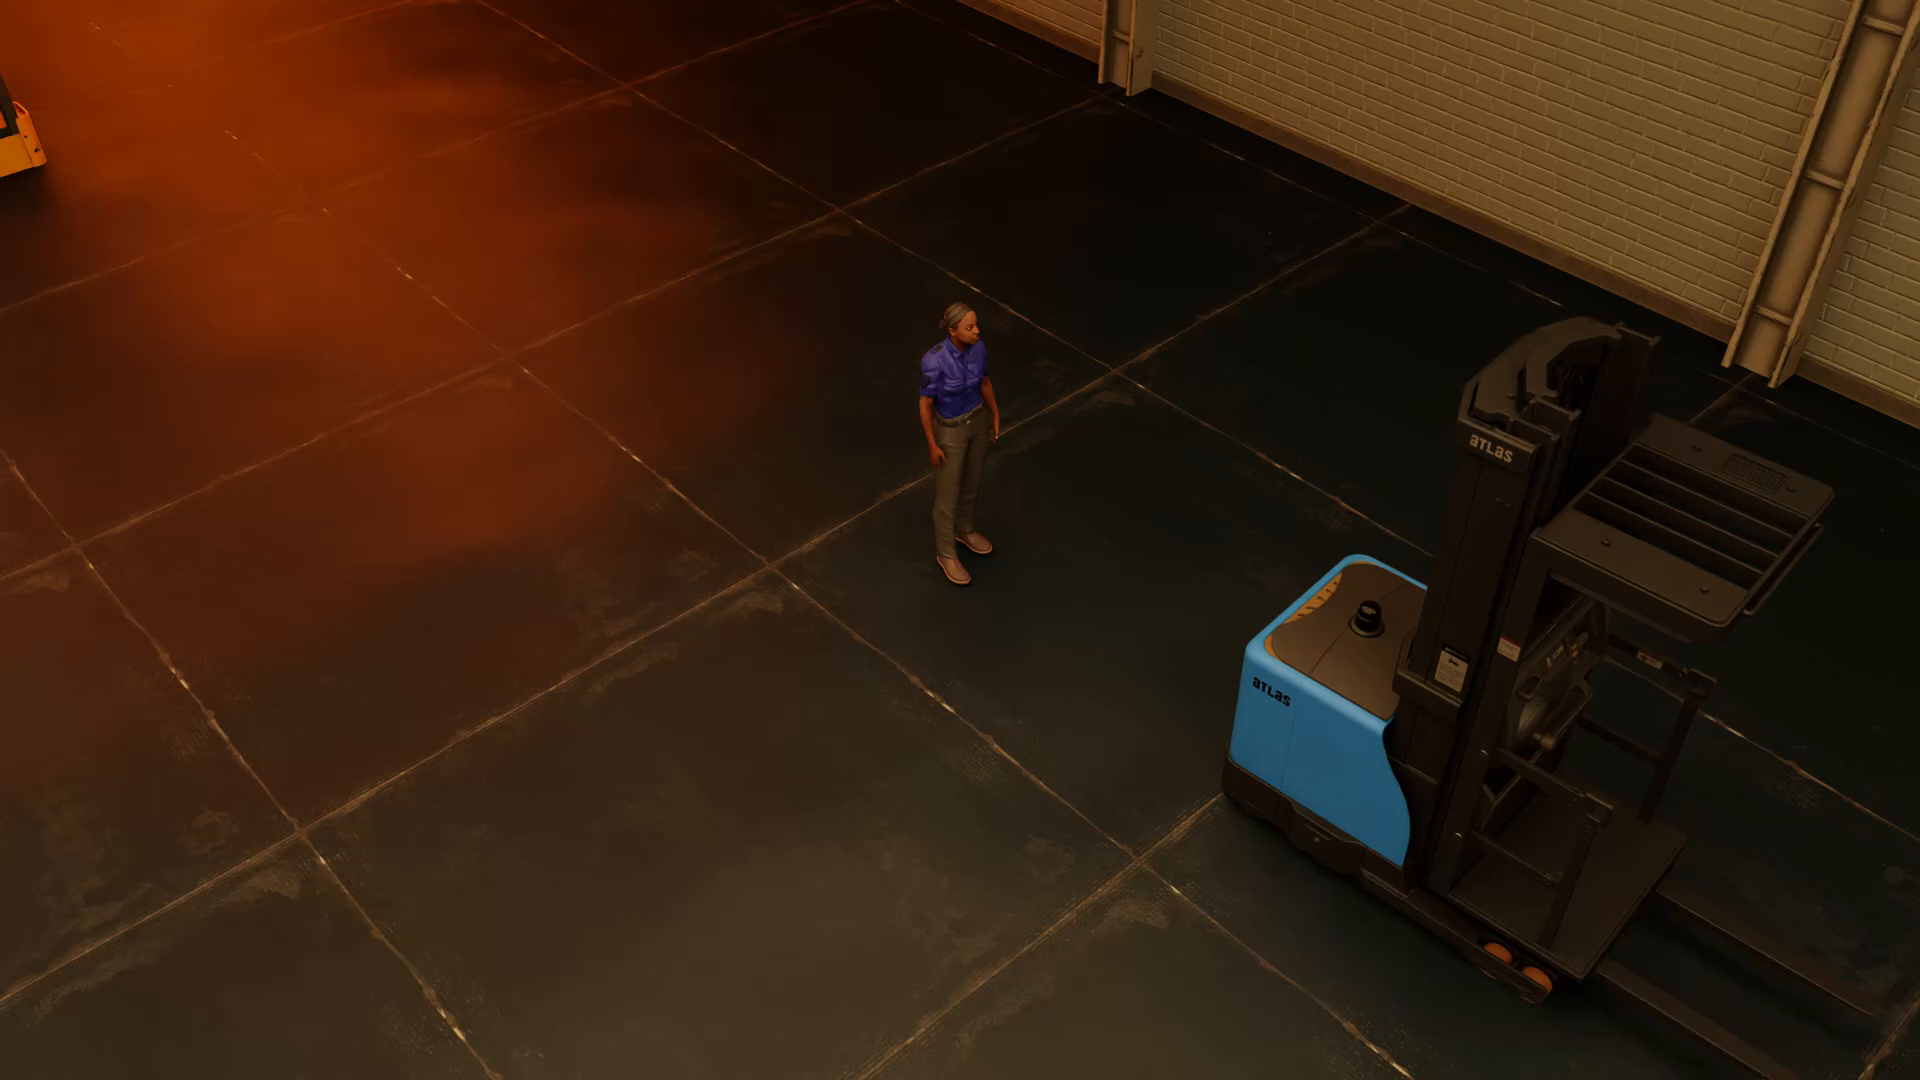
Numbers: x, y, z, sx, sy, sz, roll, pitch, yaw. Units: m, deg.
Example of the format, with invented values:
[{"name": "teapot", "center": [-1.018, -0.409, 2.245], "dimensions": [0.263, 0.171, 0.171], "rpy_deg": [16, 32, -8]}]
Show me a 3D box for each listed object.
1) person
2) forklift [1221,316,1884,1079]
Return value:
[{"name": "person", "center": [0.044, -0.581, 9.548], "dimensions": [0.569, 1.654, 0.504], "rpy_deg": [-31, 50, -31]}, {"name": "forklift", "center": [2.772, 0.634, 7.175], "dimensions": [3.031, 2.935, 1.130], "rpy_deg": [31, 50, 31]}]
